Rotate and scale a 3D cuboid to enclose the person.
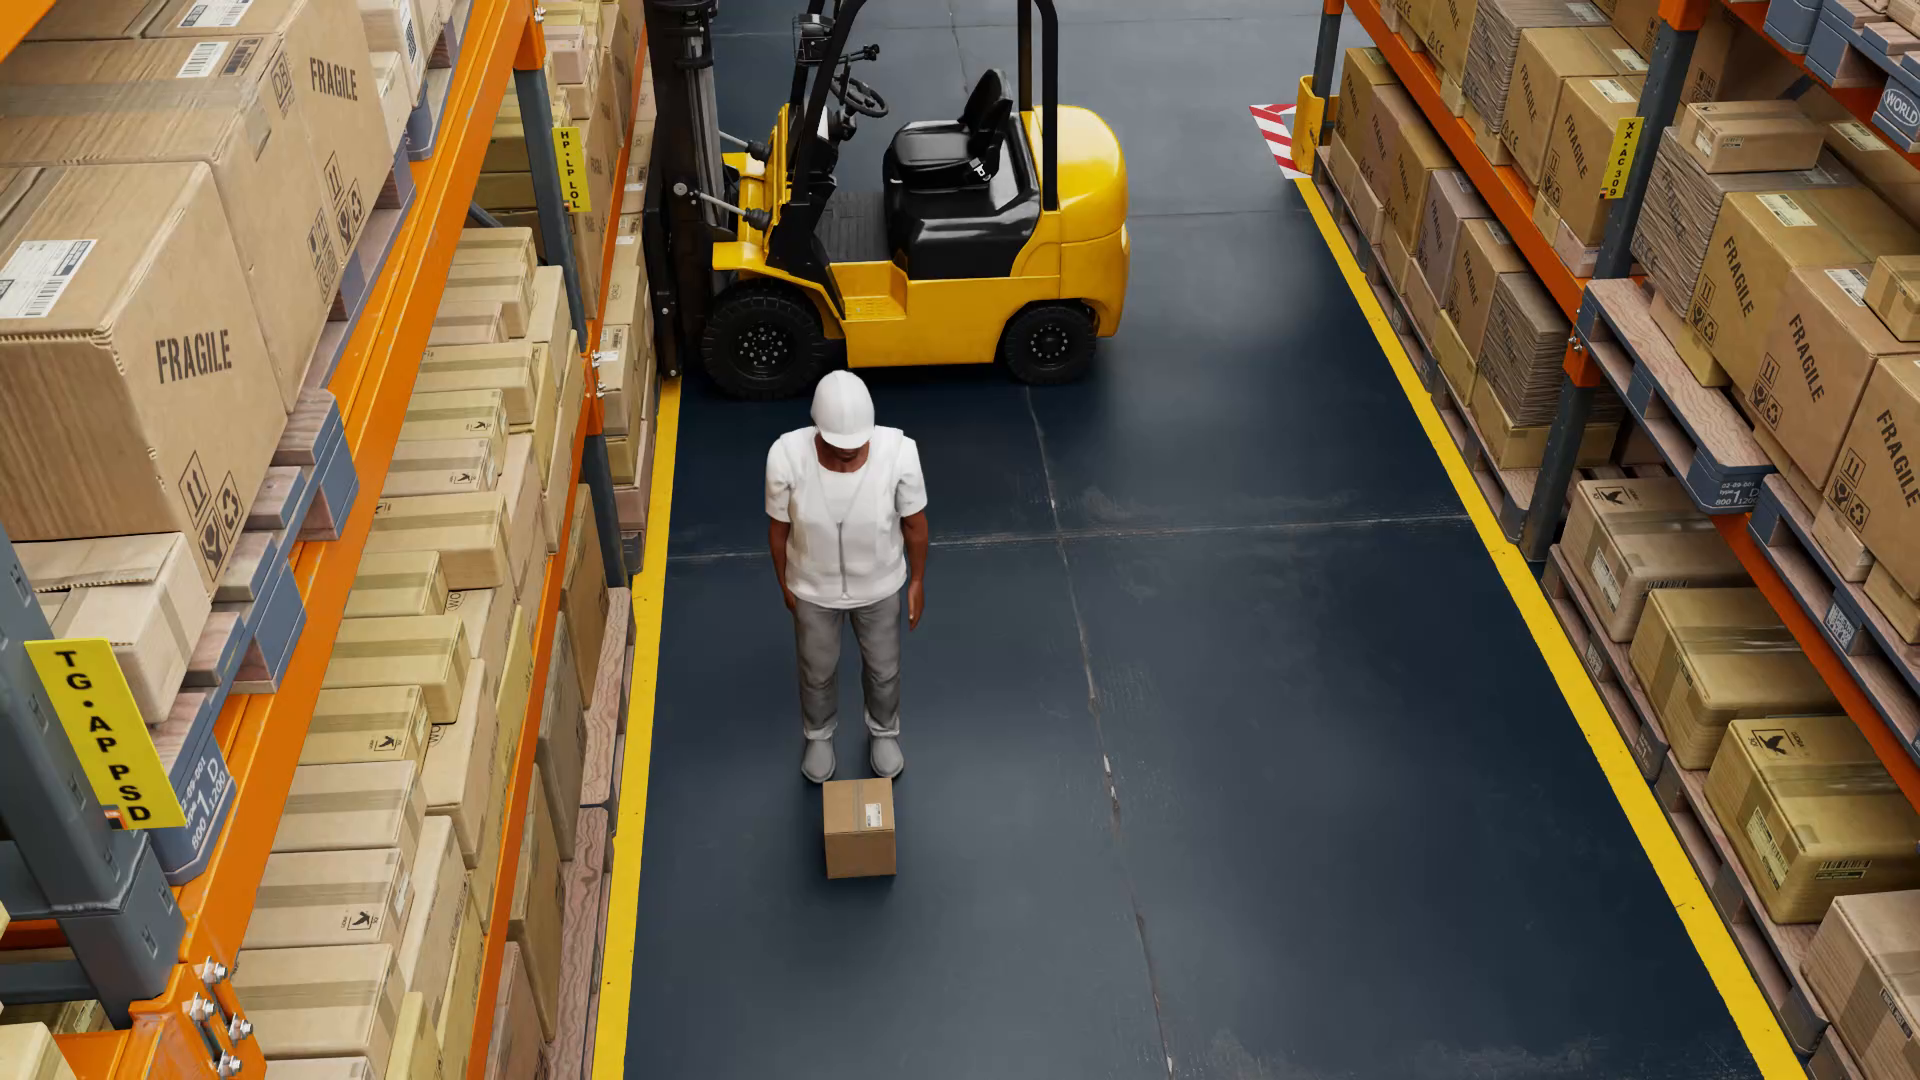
[{"bbox_3d":[-0.390,0.152,5.956,0.571,1.754,0.378,-2,39,-3],"label":"person"}]
